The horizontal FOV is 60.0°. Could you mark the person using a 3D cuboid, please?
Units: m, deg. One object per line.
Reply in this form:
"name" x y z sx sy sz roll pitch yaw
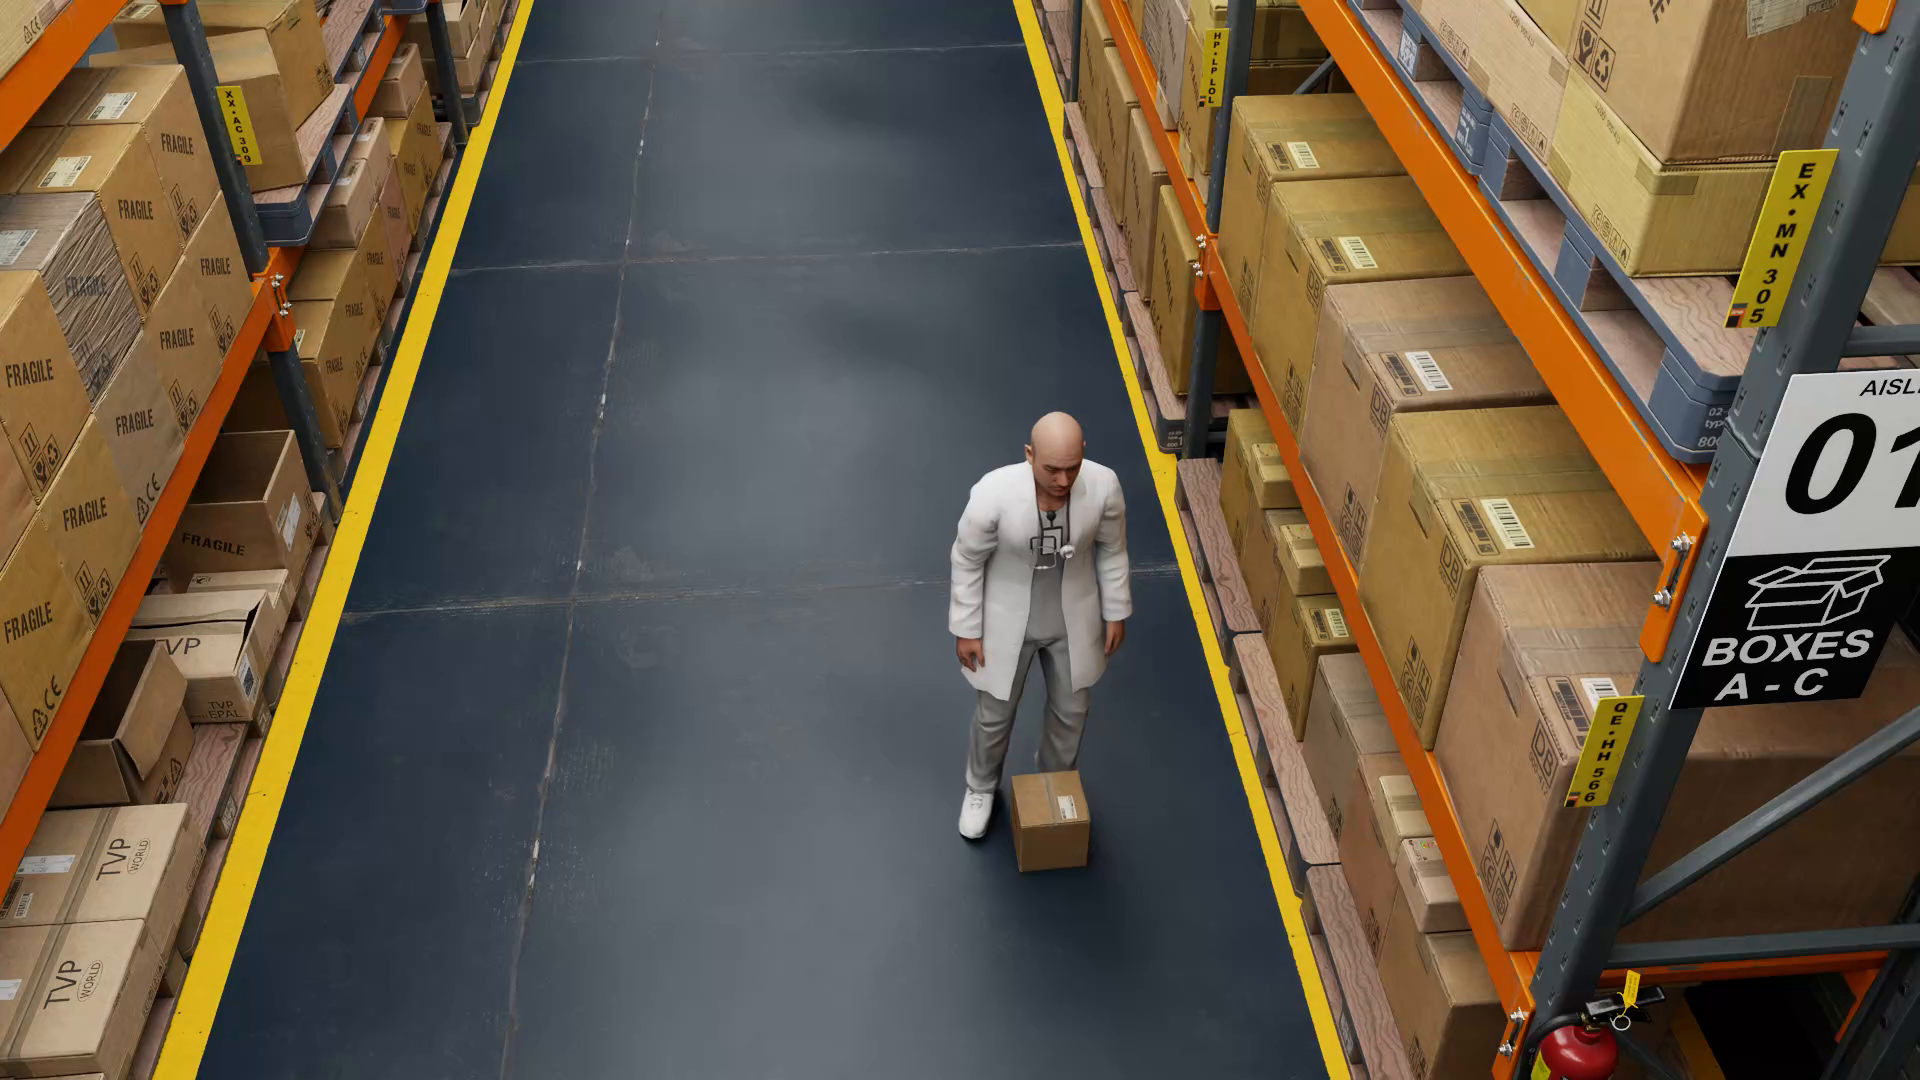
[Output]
"person" 0.282 0.288 5.805 0.654 1.774 0.426 -6 39 -7
